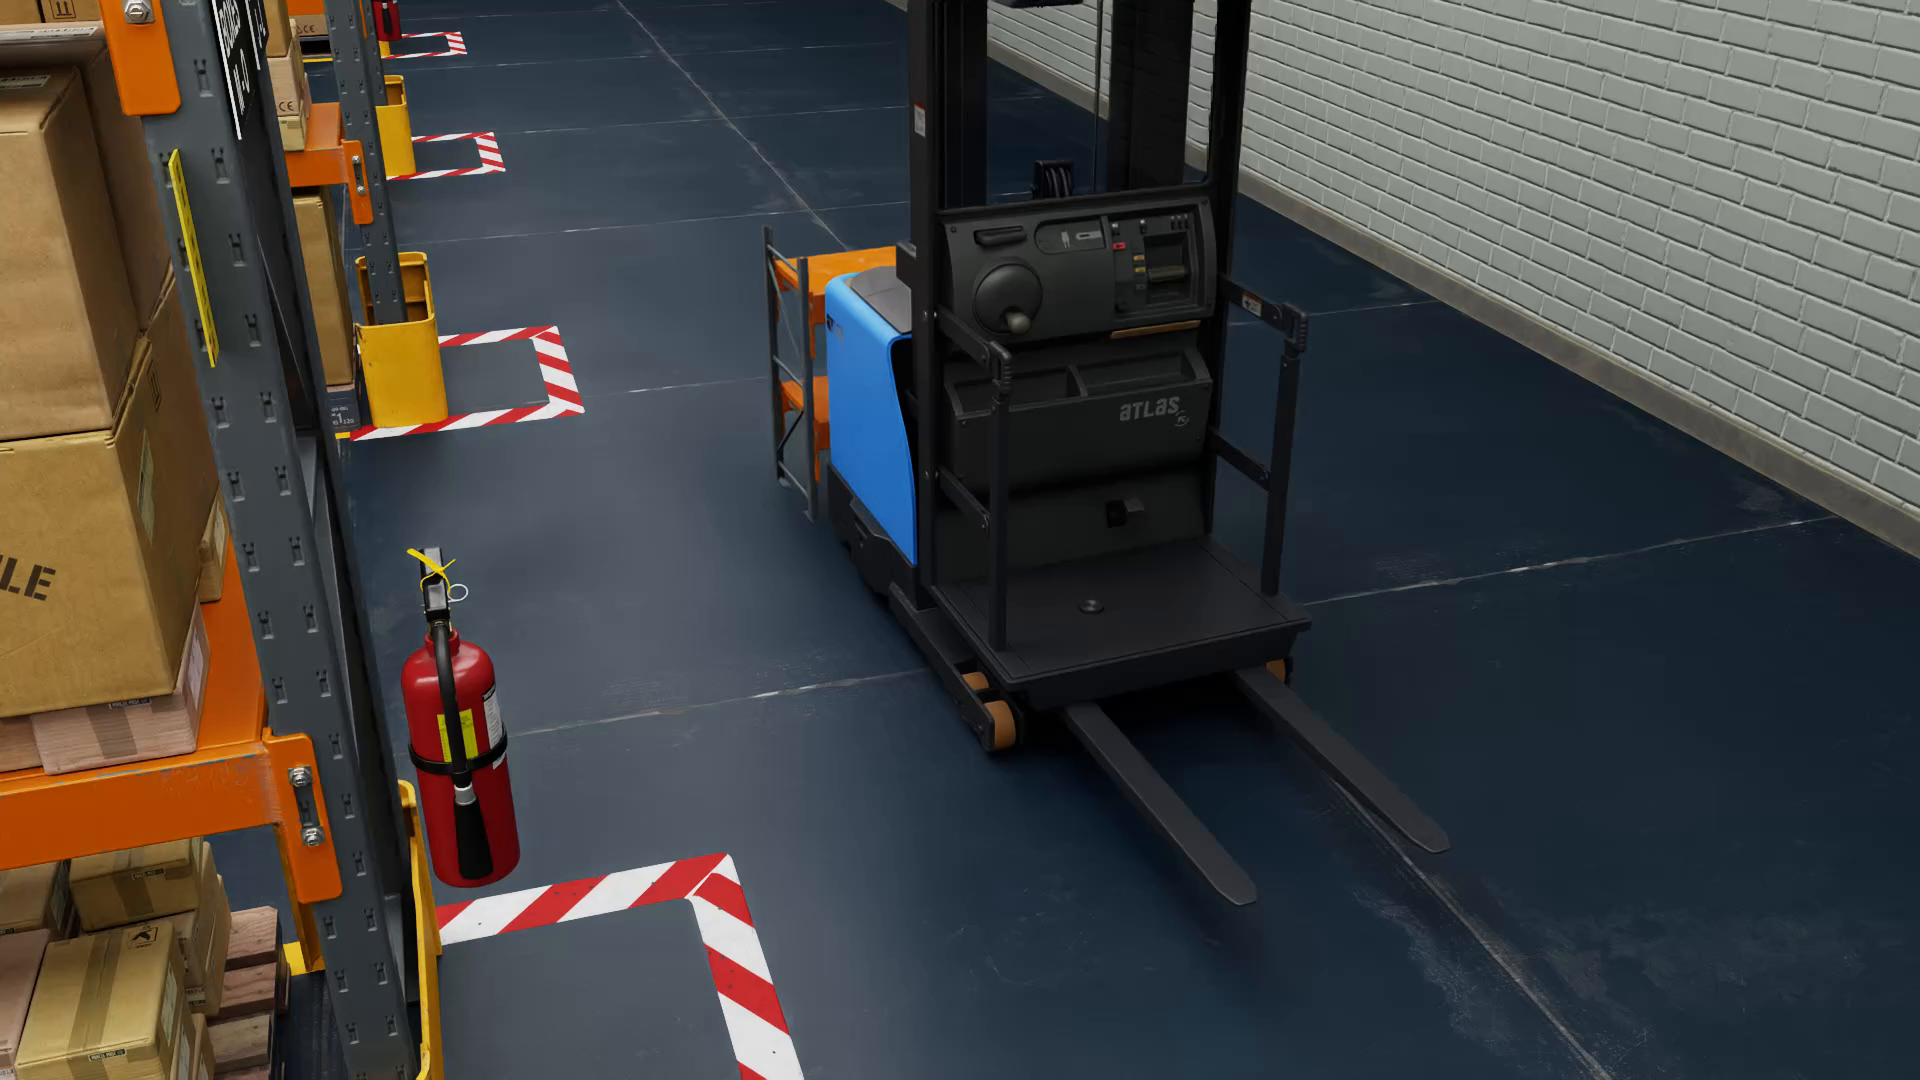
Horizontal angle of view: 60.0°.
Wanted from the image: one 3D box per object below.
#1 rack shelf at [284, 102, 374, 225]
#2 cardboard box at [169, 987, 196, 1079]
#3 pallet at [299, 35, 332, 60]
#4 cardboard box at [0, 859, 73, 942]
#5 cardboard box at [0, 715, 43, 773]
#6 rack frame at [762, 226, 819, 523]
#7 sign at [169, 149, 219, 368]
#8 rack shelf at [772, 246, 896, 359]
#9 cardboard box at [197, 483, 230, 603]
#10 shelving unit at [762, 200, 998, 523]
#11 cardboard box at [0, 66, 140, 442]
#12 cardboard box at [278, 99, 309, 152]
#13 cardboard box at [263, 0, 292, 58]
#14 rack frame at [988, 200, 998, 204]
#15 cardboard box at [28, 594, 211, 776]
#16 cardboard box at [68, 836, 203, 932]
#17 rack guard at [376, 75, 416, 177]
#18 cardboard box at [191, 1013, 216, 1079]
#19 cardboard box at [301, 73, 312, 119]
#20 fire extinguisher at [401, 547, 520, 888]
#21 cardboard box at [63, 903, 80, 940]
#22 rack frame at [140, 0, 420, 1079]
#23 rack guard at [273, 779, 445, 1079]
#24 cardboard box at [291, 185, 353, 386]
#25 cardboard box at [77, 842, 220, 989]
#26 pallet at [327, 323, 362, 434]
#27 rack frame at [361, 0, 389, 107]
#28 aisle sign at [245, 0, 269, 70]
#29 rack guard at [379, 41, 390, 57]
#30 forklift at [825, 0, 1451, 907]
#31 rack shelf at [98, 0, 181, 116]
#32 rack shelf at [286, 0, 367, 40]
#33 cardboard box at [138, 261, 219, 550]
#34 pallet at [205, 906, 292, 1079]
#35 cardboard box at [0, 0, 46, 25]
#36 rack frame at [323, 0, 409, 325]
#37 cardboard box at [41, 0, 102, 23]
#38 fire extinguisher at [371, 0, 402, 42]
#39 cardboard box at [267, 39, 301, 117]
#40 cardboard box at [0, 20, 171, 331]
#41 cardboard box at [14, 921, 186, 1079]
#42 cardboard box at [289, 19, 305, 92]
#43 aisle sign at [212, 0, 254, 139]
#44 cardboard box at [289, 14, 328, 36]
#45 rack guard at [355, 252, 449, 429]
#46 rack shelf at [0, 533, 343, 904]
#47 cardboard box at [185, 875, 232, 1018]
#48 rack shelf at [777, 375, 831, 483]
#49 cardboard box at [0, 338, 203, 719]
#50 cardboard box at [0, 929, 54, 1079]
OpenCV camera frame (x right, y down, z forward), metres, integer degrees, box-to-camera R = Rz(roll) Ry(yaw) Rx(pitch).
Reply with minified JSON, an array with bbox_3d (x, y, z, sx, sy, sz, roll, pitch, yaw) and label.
[{"bbox_3d":[-4.691,-1.529,7.265,4.000,0.370,1.077,-8,28,-16],"label":"rack shelf"},{"bbox_3d":[-1.763,1.134,3.492,0.250,0.149,0.380,-9,28,-17],"label":"cardboard box"},{"bbox_3d":[-6.684,-4.945,16.475,1.213,0.211,1.003,-8,28,-16],"label":"pallet"},{"bbox_3d":[-2.178,0.825,3.781,0.250,0.149,0.380,-8,27,-15],"label":"cardboard box"},{"bbox_3d":[-1.820,0.280,3.095,0.250,0.149,0.380,-8,28,-16],"label":"cardboard box"},{"bbox_3d":[-0.699,-0.680,6.854,0.032,1.125,0.500,-11,28,-21],"label":"rack frame"},{"bbox_3d":[-1.197,-0.438,2.601,0.005,0.325,0.100,-8,28,-16],"label":"sign"},{"bbox_3d":[-0.233,-1.032,6.906,1.000,0.278,0.538,-11,28,-21],"label":"rack shelf"},{"bbox_3d":[-1.759,0.003,3.652,0.250,0.149,0.380,-8,28,-17],"label":"cardboard box"},{"bbox_3d":[-0.233,-0.770,7.036,1.048,1.125,0.538,-11,28,-21],"label":"shelving unit"},{"bbox_3d":[-1.708,-0.473,2.758,0.500,0.500,0.500,-9,28,-17],"label":"cardboard box"},{"bbox_3d":[-3.026,-1.825,7.336,0.250,0.149,0.380,-8,27,-15],"label":"cardboard box"},{"bbox_3d":[-3.171,-2.350,7.101,0.500,0.500,0.500,-8,27,-15],"label":"cardboard box"},{"bbox_3d":[0.233,-0.861,7.218,0.032,1.125,0.500,-11,28,-21],"label":"rack frame"},{"bbox_3d":[-1.572,0.262,3.132,0.250,0.149,0.380,-8,28,-16],"label":"cardboard box"},{"bbox_3d":[-1.953,0.736,3.960,0.250,0.149,0.380,-10,28,-18],"label":"cardboard box"},{"bbox_3d":[-4.304,-3.110,12.451,0.348,0.500,1.175,-8,28,-16],"label":"rack guard"},{"bbox_3d":[-1.786,1.234,3.624,0.250,0.149,0.380,-8,27,-15],"label":"cardboard box"},{"bbox_3d":[-3.229,-2.104,7.898,0.250,0.149,0.380,-8,27,-16],"label":"cardboard box"},{"bbox_3d":[-0.967,0.347,3.184,0.183,0.674,0.296,-8,28,-16],"label":"fire extinguisher"},{"bbox_3d":[-2.205,0.918,3.927,0.250,0.149,0.380,-8,28,-16],"label":"cardboard box"},{"bbox_3d":[-1.350,-0.015,3.407,0.127,3.000,1.000,-8,28,-16],"label":"rack frame"},{"bbox_3d":[-1.422,1.115,3.942,0.348,0.500,1.175,-8,28,-16],"label":"rack guard"},{"bbox_3d":[-3.373,-1.241,7.793,0.875,0.875,0.875,-8,28,-16],"label":"cardboard box"},{"bbox_3d":[-1.927,0.904,3.955,0.250,0.149,0.380,-7,27,-14],"label":"cardboard box"},{"bbox_3d":[-3.526,-0.734,7.991,1.213,0.211,1.003,-8,28,-16],"label":"pallet"},{"bbox_3d":[-4.323,-4.220,11.878,0.127,3.000,1.000,-8,28,-16],"label":"rack frame"},{"bbox_3d":[-1.373,-1.316,3.105,0.004,0.787,0.394,-8,28,-16],"label":"aisle sign"},{"bbox_3d":[-5.926,-5.185,16.632,0.348,0.500,1.175,-8,28,-16],"label":"rack guard"},{"bbox_3d":[0.478,-0.841,5.147,1.130,2.935,3.031,-10,28,-19],"label":"forklift"},{"bbox_3d":[-3.251,-0.761,2.345,4.000,0.370,1.077,-8,28,-16],"label":"rack shelf"},{"bbox_3d":[-6.225,-3.623,11.483,4.000,0.370,1.077,-8,28,-16],"label":"rack shelf"},{"bbox_3d":[-1.862,-0.248,3.430,0.500,0.500,0.500,-7,27,-14],"label":"cardboard box"},{"bbox_3d":[-2.205,1.341,3.811,1.213,0.211,1.003,-8,28,-16],"label":"pallet"},{"bbox_3d":[-4.296,-2.433,7.269,0.500,0.500,0.500,-9,28,-17],"label":"cardboard box"},{"bbox_3d":[-2.789,-2.126,7.660,0.127,3.000,1.000,-8,28,-16],"label":"rack frame"},{"bbox_3d":[-3.805,-2.507,7.418,0.500,0.500,0.500,-9,28,-17],"label":"cardboard box"},{"bbox_3d":[-4.039,-3.847,11.633,0.183,0.674,0.296,-8,28,-16],"label":"fire extinguisher"},{"bbox_3d":[-3.168,-2.013,7.266,0.500,0.250,0.500,-9,28,-17],"label":"cardboard box"},{"bbox_3d":[-1.859,-0.691,3.198,0.500,0.500,0.500,-8,28,-16],"label":"cardboard box"},{"bbox_3d":[-1.774,0.987,3.453,0.250,0.149,0.380,-8,27,-16],"label":"cardboard box"},{"bbox_3d":[-3.329,-2.240,7.724,0.500,0.250,0.500,-9,28,-17],"label":"cardboard box"},{"bbox_3d":[-1.187,-1.063,2.594,0.004,0.787,0.394,-8,28,-16],"label":"aisle sign"},{"bbox_3d":[-6.294,-5.214,16.195,0.500,0.500,0.500,-8,28,-16],"label":"cardboard box"},{"bbox_3d":[-2.767,-1.010,8.222,0.348,0.500,1.175,-8,28,-16],"label":"rack guard"},{"bbox_3d":[-3.251,0.582,3.012,4.000,0.370,1.077,-8,28,-16],"label":"rack shelf"},{"bbox_3d":[-1.947,1.010,4.075,0.250,0.149,0.380,-8,27,-15],"label":"cardboard box"},{"bbox_3d":[-0.233,-0.551,7.145,1.000,0.278,0.538,-11,28,-21],"label":"rack shelf"},{"bbox_3d":[-1.697,-0.022,2.975,0.500,0.500,0.500,-8,27,-15],"label":"cardboard box"},{"bbox_3d":[-2.031,0.998,3.432,0.250,0.149,0.380,-8,27,-15],"label":"cardboard box"}]
